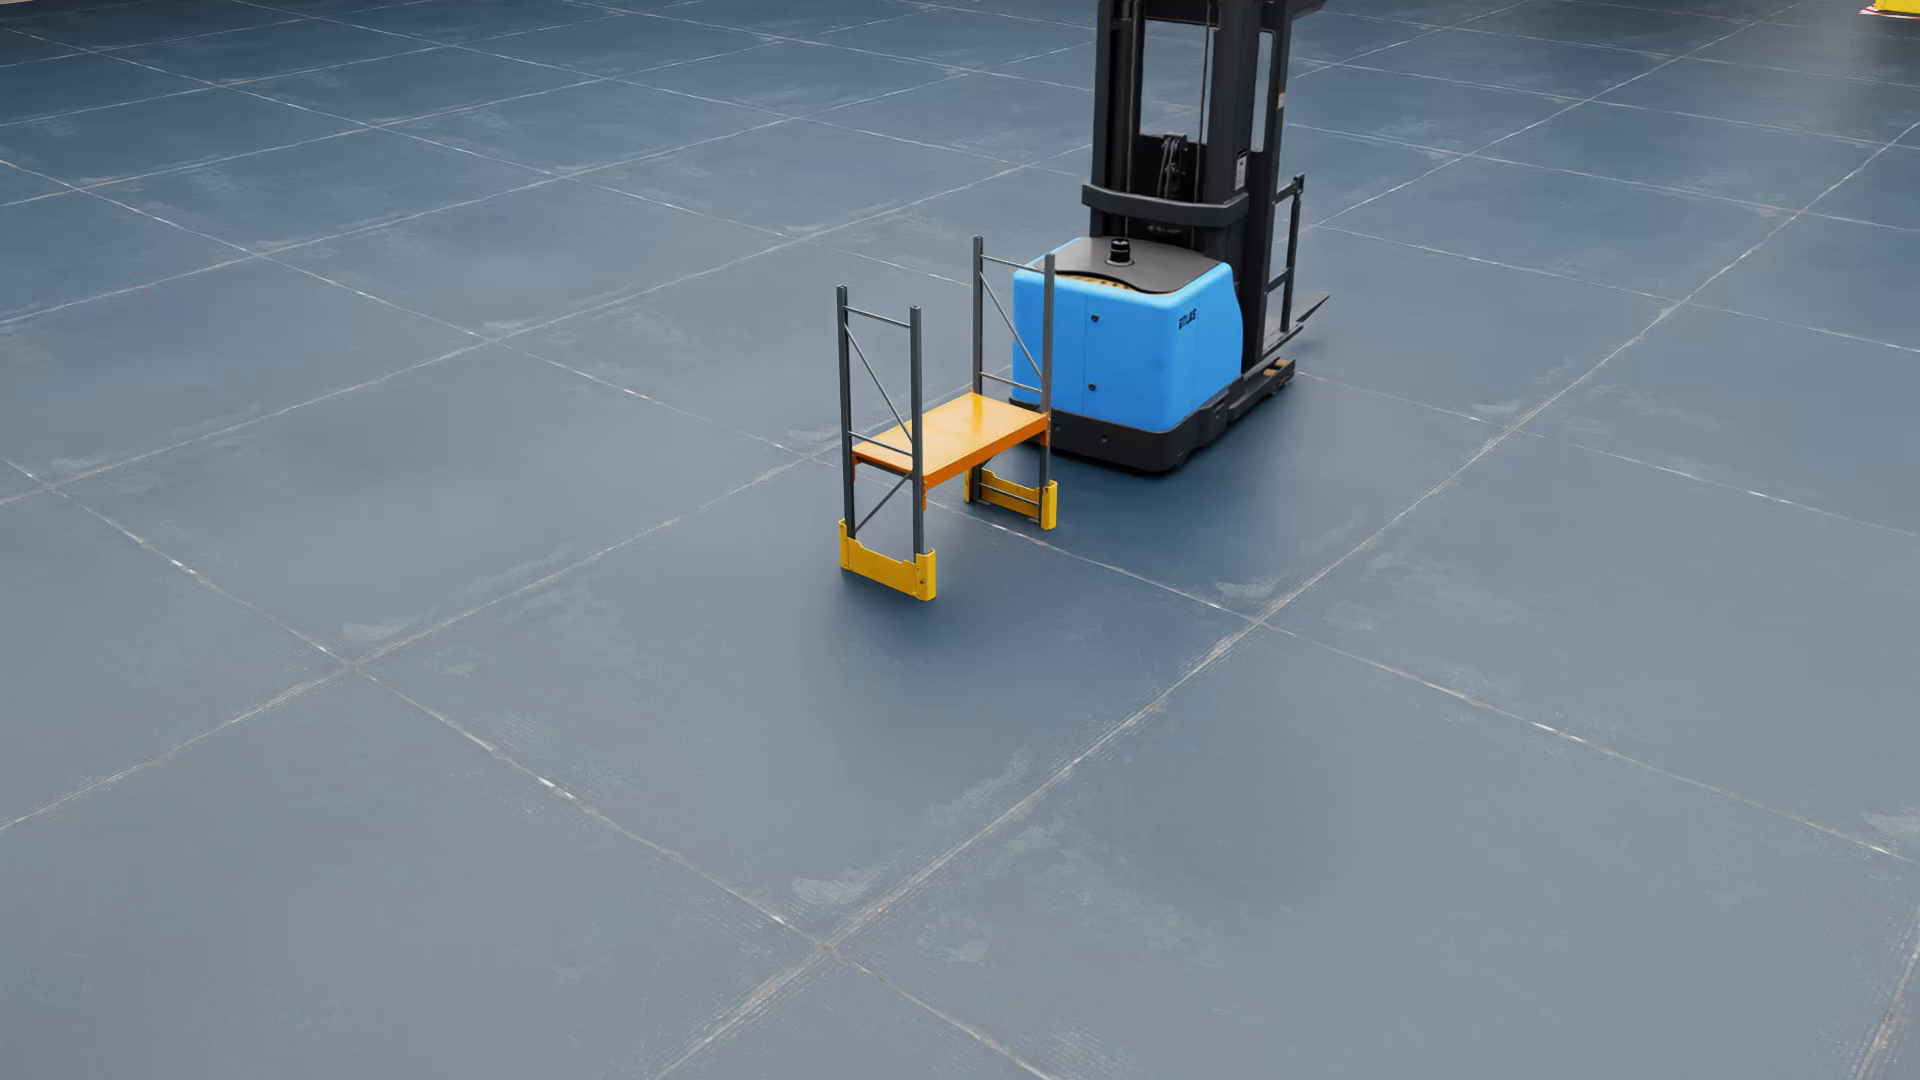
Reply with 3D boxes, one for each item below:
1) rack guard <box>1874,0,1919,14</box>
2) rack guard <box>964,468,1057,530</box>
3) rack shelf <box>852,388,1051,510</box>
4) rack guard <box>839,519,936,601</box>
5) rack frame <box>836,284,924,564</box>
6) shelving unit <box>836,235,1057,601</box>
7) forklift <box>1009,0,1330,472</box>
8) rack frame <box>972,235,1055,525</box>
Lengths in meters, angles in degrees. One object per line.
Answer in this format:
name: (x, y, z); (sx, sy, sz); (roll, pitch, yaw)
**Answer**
rack guard: (13.114, -7.418, 22.546); (1.175, 0.500, 0.348); (21, 34, 34)
rack guard: (0.268, -0.261, 8.982); (0.587, 0.250, 0.087); (21, 34, 34)
rack shelf: (-0.054, -0.476, 8.430); (0.538, 0.185, 1.000); (21, 34, 34)
rack guard: (-0.365, 0.093, 8.299); (0.587, 0.250, 0.087); (21, 34, 34)
rack frame: (-0.378, -0.456, 7.999); (0.500, 1.500, 0.032); (21, 34, 34)
shelving unit: (-0.048, -0.639, 8.353); (0.587, 1.500, 1.083); (21, 34, 34)
forklift: (1.493, -2.320, 10.045); (1.130, 2.935, 3.031); (16, 31, 28)
rack frame: (0.269, -0.816, 8.695); (0.500, 1.500, 0.032); (21, 34, 34)
